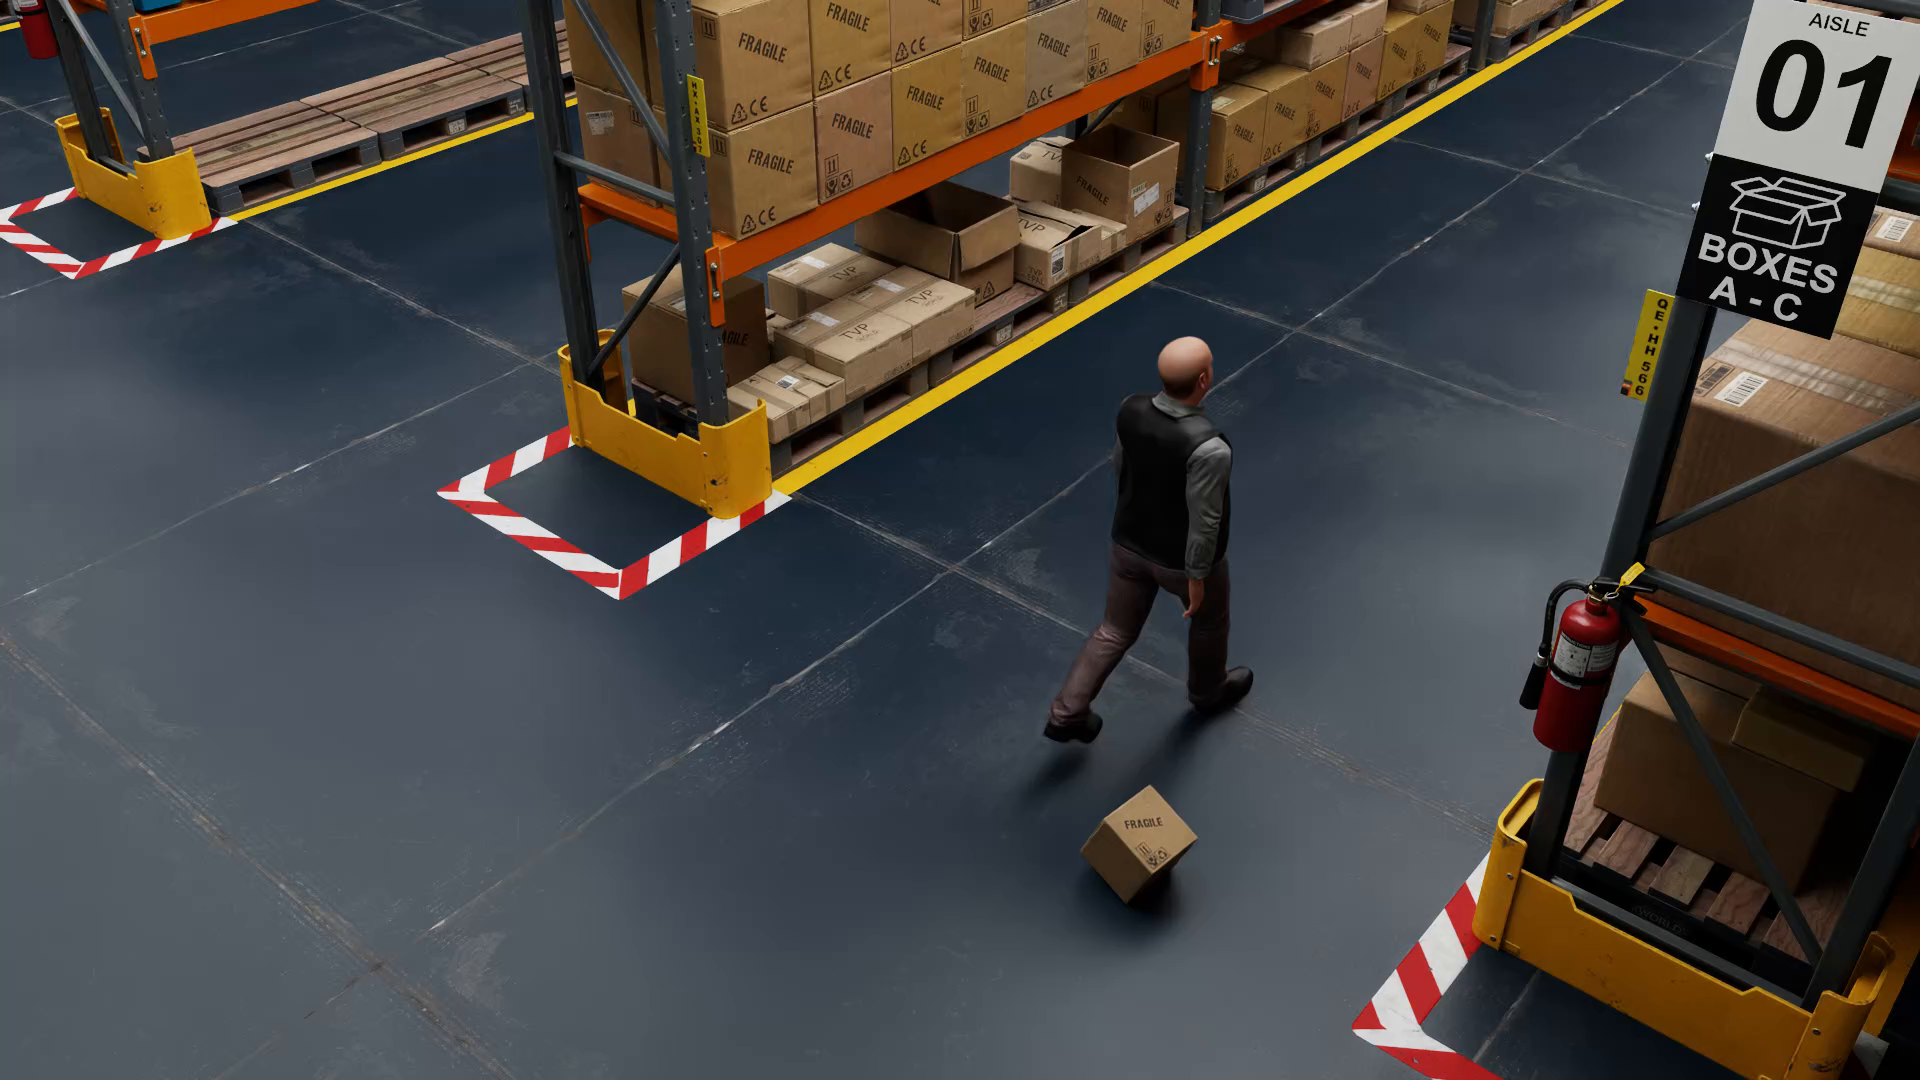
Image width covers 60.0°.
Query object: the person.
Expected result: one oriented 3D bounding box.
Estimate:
[{"bbox_3d":[0.745,0.029,6.126,0.537,1.693,0.957,29,44,35],"label":"person"}]
